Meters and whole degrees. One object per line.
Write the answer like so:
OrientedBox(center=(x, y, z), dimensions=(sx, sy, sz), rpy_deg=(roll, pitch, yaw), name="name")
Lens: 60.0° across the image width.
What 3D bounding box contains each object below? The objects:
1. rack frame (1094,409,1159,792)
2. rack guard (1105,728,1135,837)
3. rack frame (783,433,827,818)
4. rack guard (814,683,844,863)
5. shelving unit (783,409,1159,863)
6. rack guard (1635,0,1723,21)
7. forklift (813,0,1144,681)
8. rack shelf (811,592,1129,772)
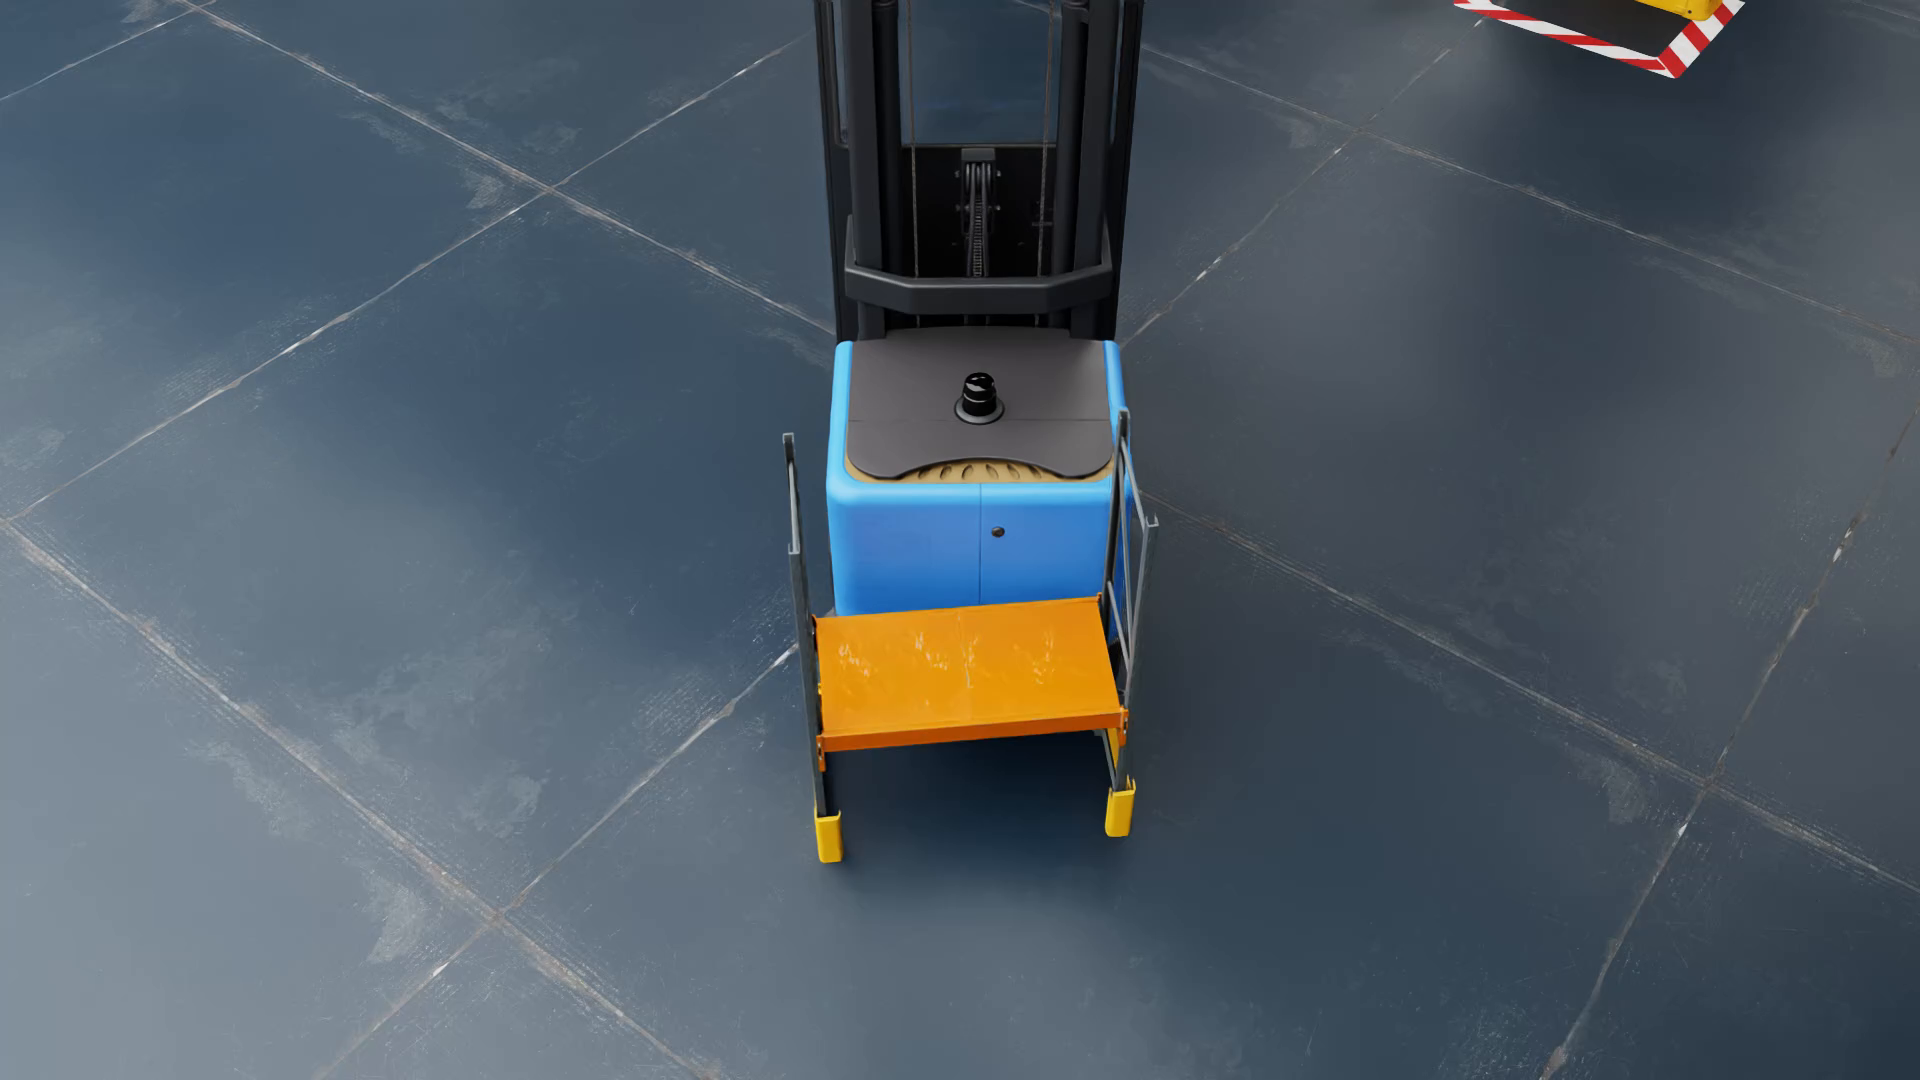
OrientedBox(center=(0.523, 0.300, 5.426), dimensions=(0.032, 1.500, 0.500), rpy_deg=(-4, 46, -4), name="rack frame")
OrientedBox(center=(0.521, 0.732, 5.878), dimensions=(0.087, 0.250, 0.587), rpy_deg=(-4, 46, -4), name="rack guard")
OrientedBox(center=(4.659, -4.653, 9.951), dimensions=(11.696, 1.800, 12.976), rpy_deg=(-4, 46, -4), name="rack frame")
OrientedBox(center=(-0.469, 0.807, 5.806), dimensions=(0.087, 0.250, 0.587), rpy_deg=(-4, 46, -4), name="rack guard")
OrientedBox(center=(4.657, -4.637, 9.935), dimensions=(11.704, 1.800, 13.019), rpy_deg=(-4, 46, -4), name="shelving unit")
OrientedBox(center=(3.935, -3.511, 9.758), dimensions=(1.175, 0.500, 0.348), rpy_deg=(29, 53, 25), name="rack guard")
OrientedBox(center=(0.060, -1.502, 6.158), dimensions=(1.130, 2.935, 3.031), rpy_deg=(0, 46, 0), name="forklift")
OrientedBox(center=(0.017, 0.463, 5.519), dimensions=(1.000, 0.185, 0.538), rpy_deg=(-4, 46, -4), name="rack shelf")
